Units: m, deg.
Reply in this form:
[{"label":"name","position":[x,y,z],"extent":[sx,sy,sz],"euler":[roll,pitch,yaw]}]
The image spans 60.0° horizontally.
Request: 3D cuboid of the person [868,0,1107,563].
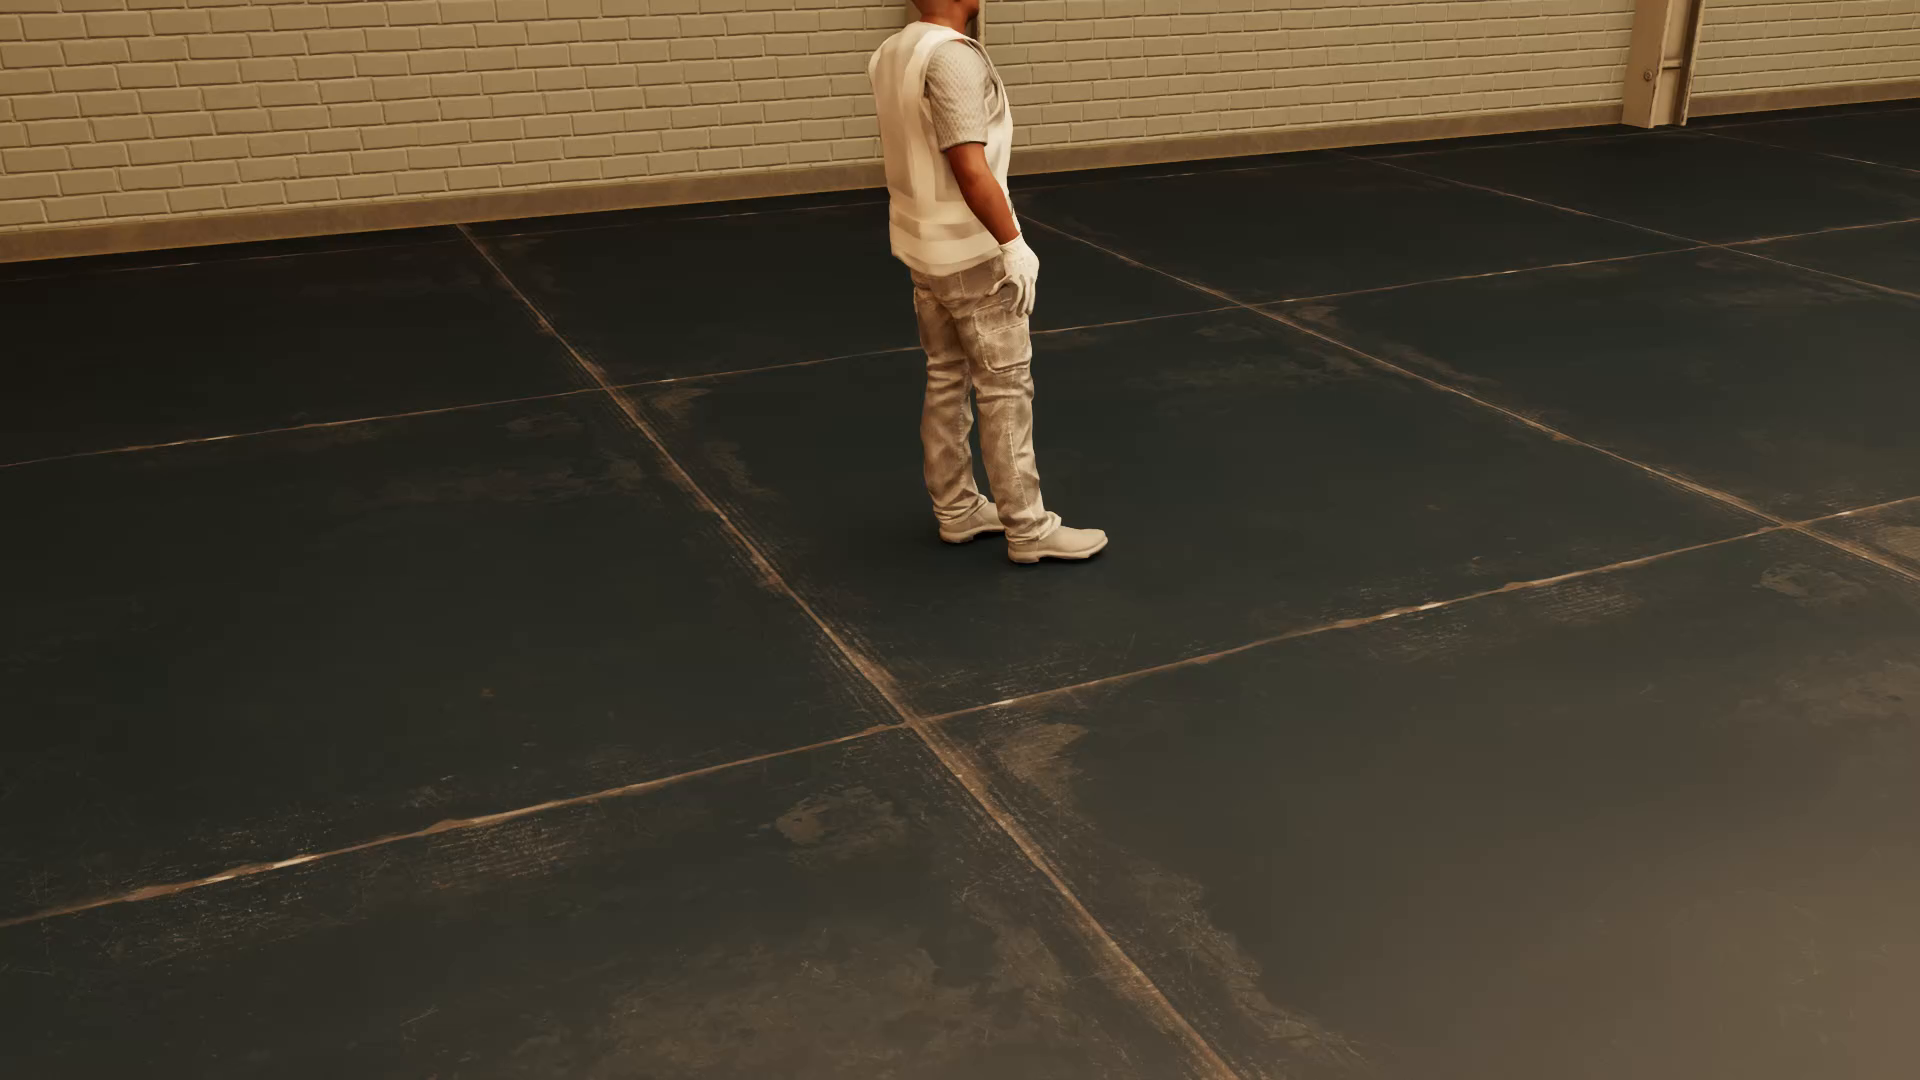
[{"label":"person","position":[0.069,-0.839,4.782],"extent":[0.577,1.782,0.656],"euler":[-10,25,-23]}]
